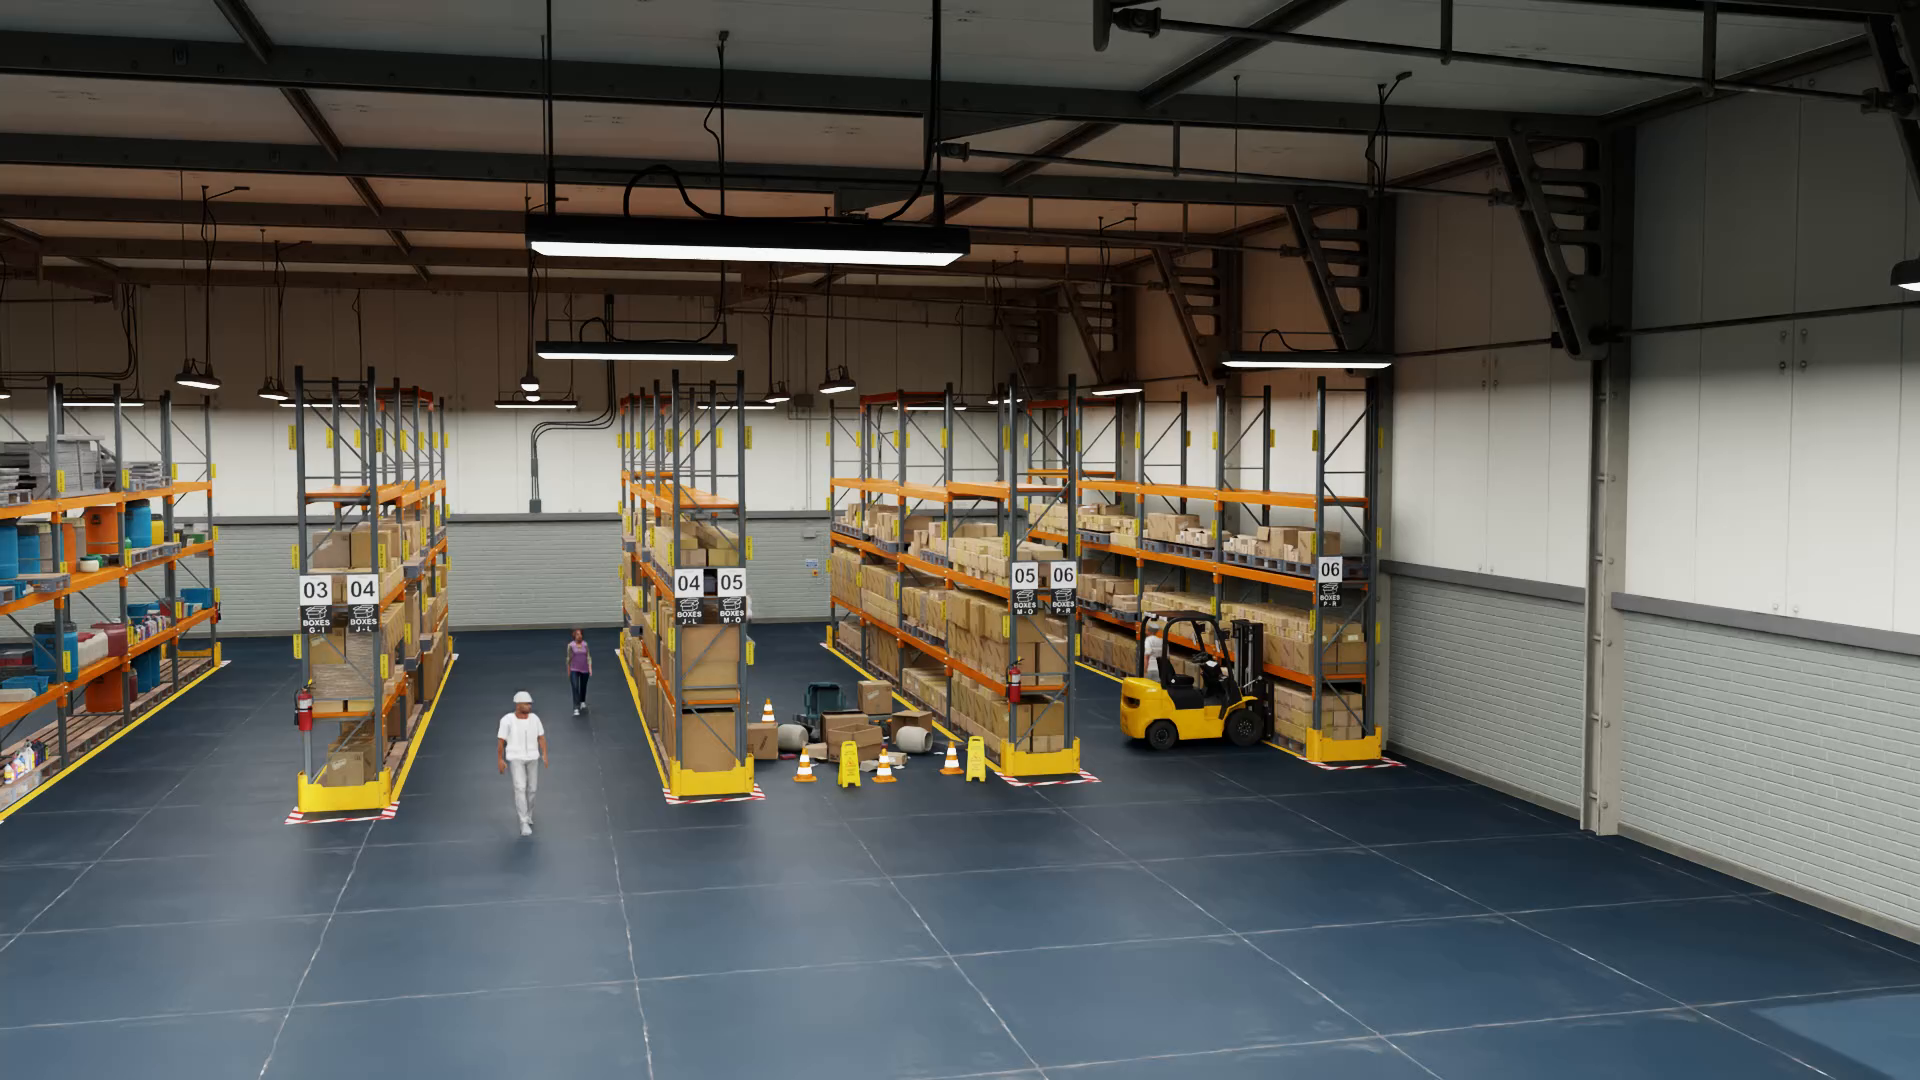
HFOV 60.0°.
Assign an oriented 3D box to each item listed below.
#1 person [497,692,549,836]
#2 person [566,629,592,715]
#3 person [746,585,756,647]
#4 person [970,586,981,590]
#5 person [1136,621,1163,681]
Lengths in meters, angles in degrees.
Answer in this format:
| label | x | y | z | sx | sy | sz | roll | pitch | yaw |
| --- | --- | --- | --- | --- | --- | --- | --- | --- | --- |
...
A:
| label | x | y | z | sx | sy | sz | roll | pitch | yaw |
| --- | --- | --- | --- | --- | --- | --- | --- | --- | --- |
| person | -5.576 | 2.860 | 21.448 | 0.600 | 1.765 | 0.782 | -3 | 4 | -38 |
| person | -6.977 | 2.391 | 30.451 | 0.455 | 1.538 | 0.972 | -1 | 4 | -15 |
| person | -5.055 | 1.842 | 39.257 | 0.582 | 1.653 | 0.566 | 1 | 4 | 23 |
| person | 0.559 | 1.471 | 44.276 | 0.634 | 1.725 | 1.047 | 0 | 3 | 2 |
| person | 3.430 | 2.377 | 29.708 | 0.544 | 1.836 | 0.600 | -2 | 4 | -24 |
